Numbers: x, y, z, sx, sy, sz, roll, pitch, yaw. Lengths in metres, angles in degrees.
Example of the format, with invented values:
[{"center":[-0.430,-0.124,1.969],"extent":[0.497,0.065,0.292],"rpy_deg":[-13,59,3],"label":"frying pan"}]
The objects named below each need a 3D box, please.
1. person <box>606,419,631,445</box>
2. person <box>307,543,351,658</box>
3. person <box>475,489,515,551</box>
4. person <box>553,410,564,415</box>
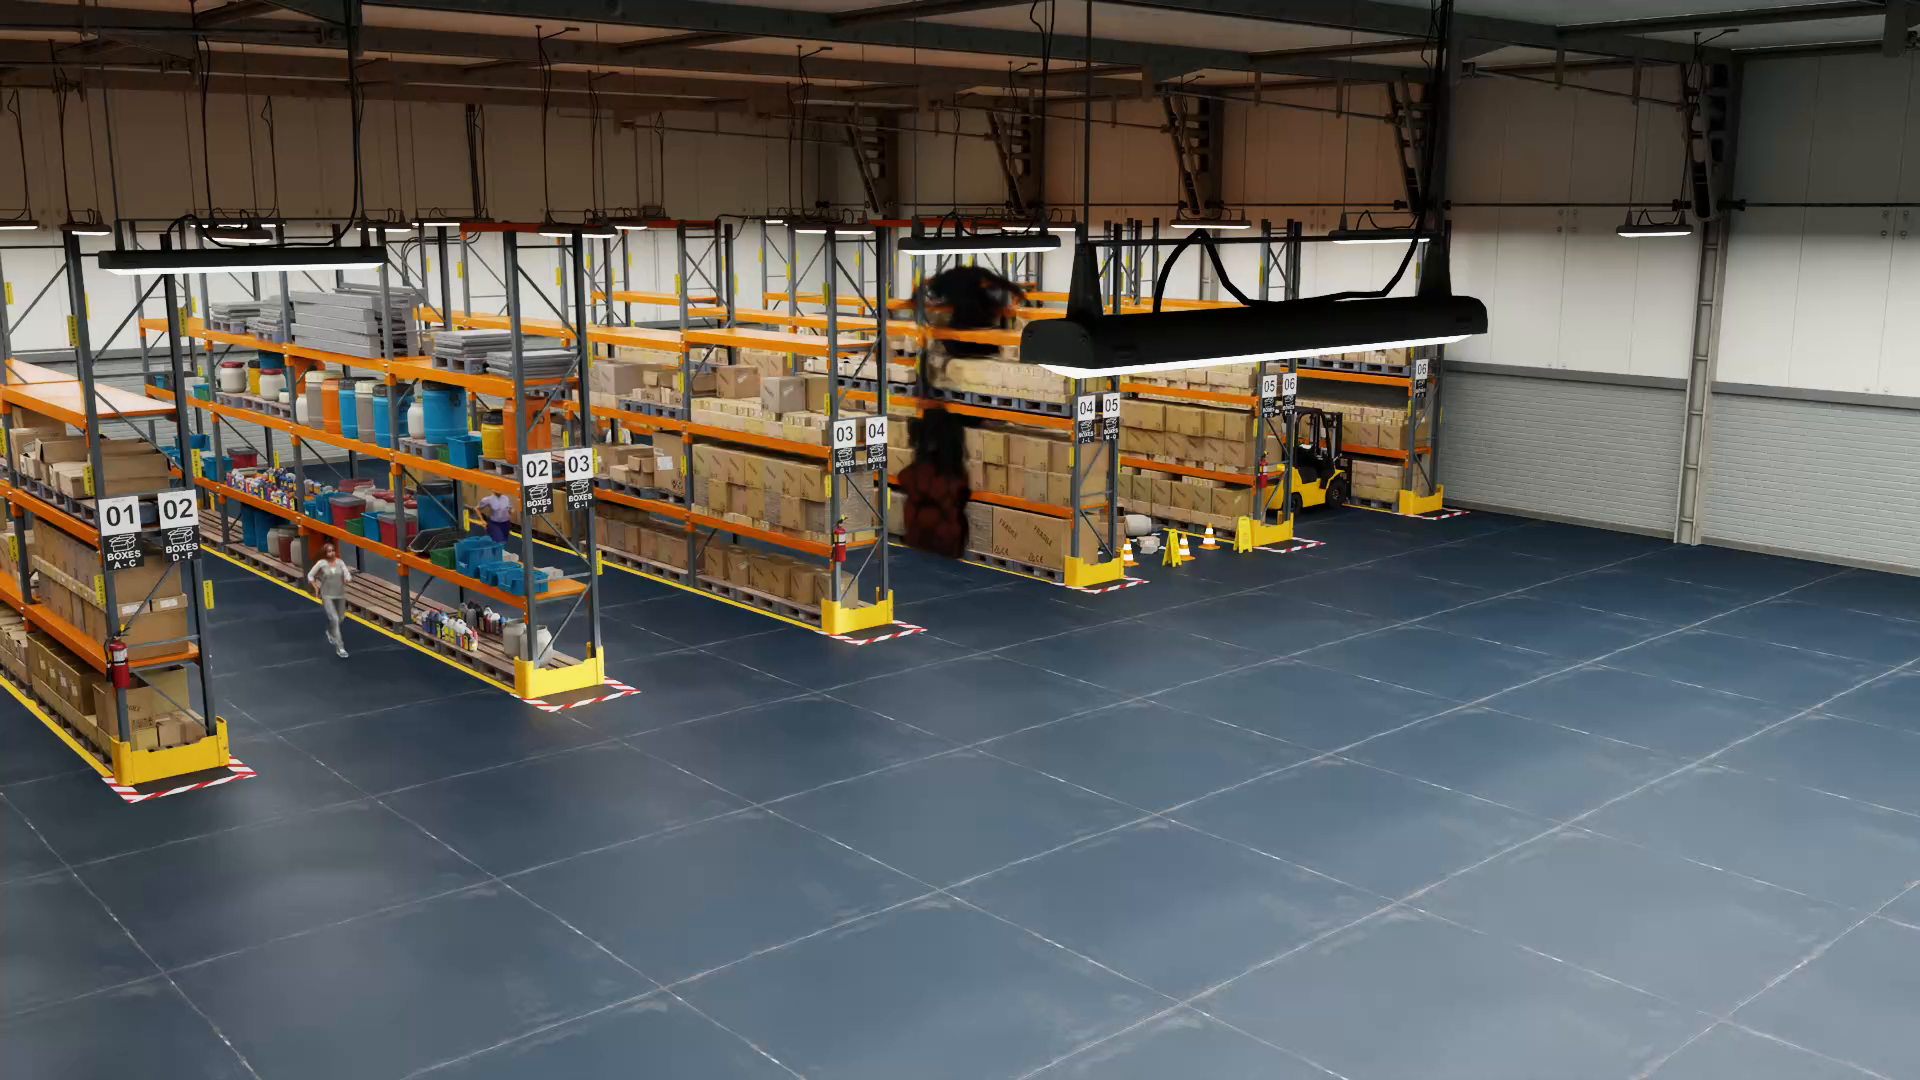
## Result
[{"center":[-7.355,-1.783,36.267],"extent":[0.692,1.771,0.686],"rpy_deg":[-9,14,-37],"label":"person"},{"center":[-8.929,0.822,23.664],"extent":[0.537,1.585,0.893],"rpy_deg":[-10,15,-41],"label":"person"},{"center":[-7.924,-0.158,28.529],"extent":[0.758,1.695,0.582],"rpy_deg":[8,14,35],"label":"person"},{"center":[-9.418,-2.197,38.633],"extent":[0.668,1.661,0.593],"rpy_deg":[-7,13,-31],"label":"person"}]
